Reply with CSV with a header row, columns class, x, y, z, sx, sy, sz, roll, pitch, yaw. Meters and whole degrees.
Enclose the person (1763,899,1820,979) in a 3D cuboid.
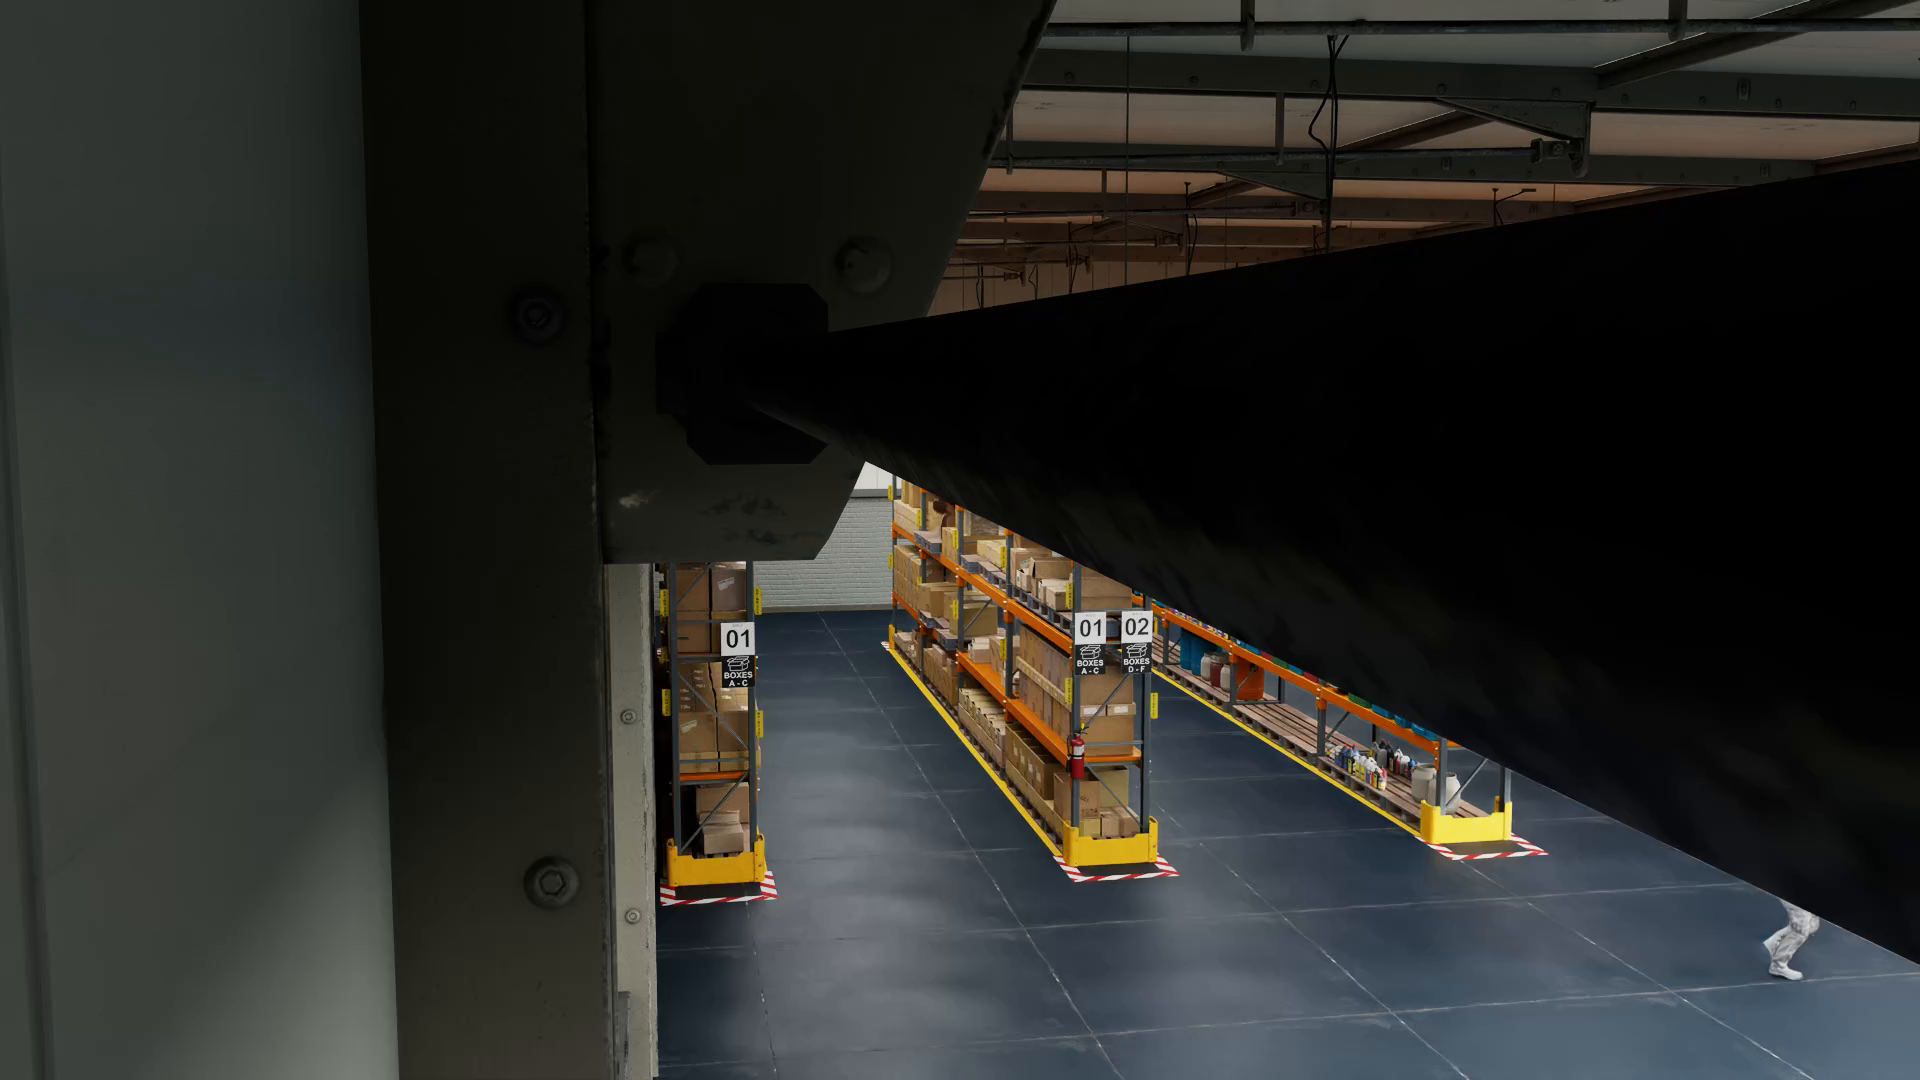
class,x,y,z,sx,sy,sz,roll,pitch,yaw
person,8.605,3.621,17.043,0.601,1.745,0.712,2,6,16
